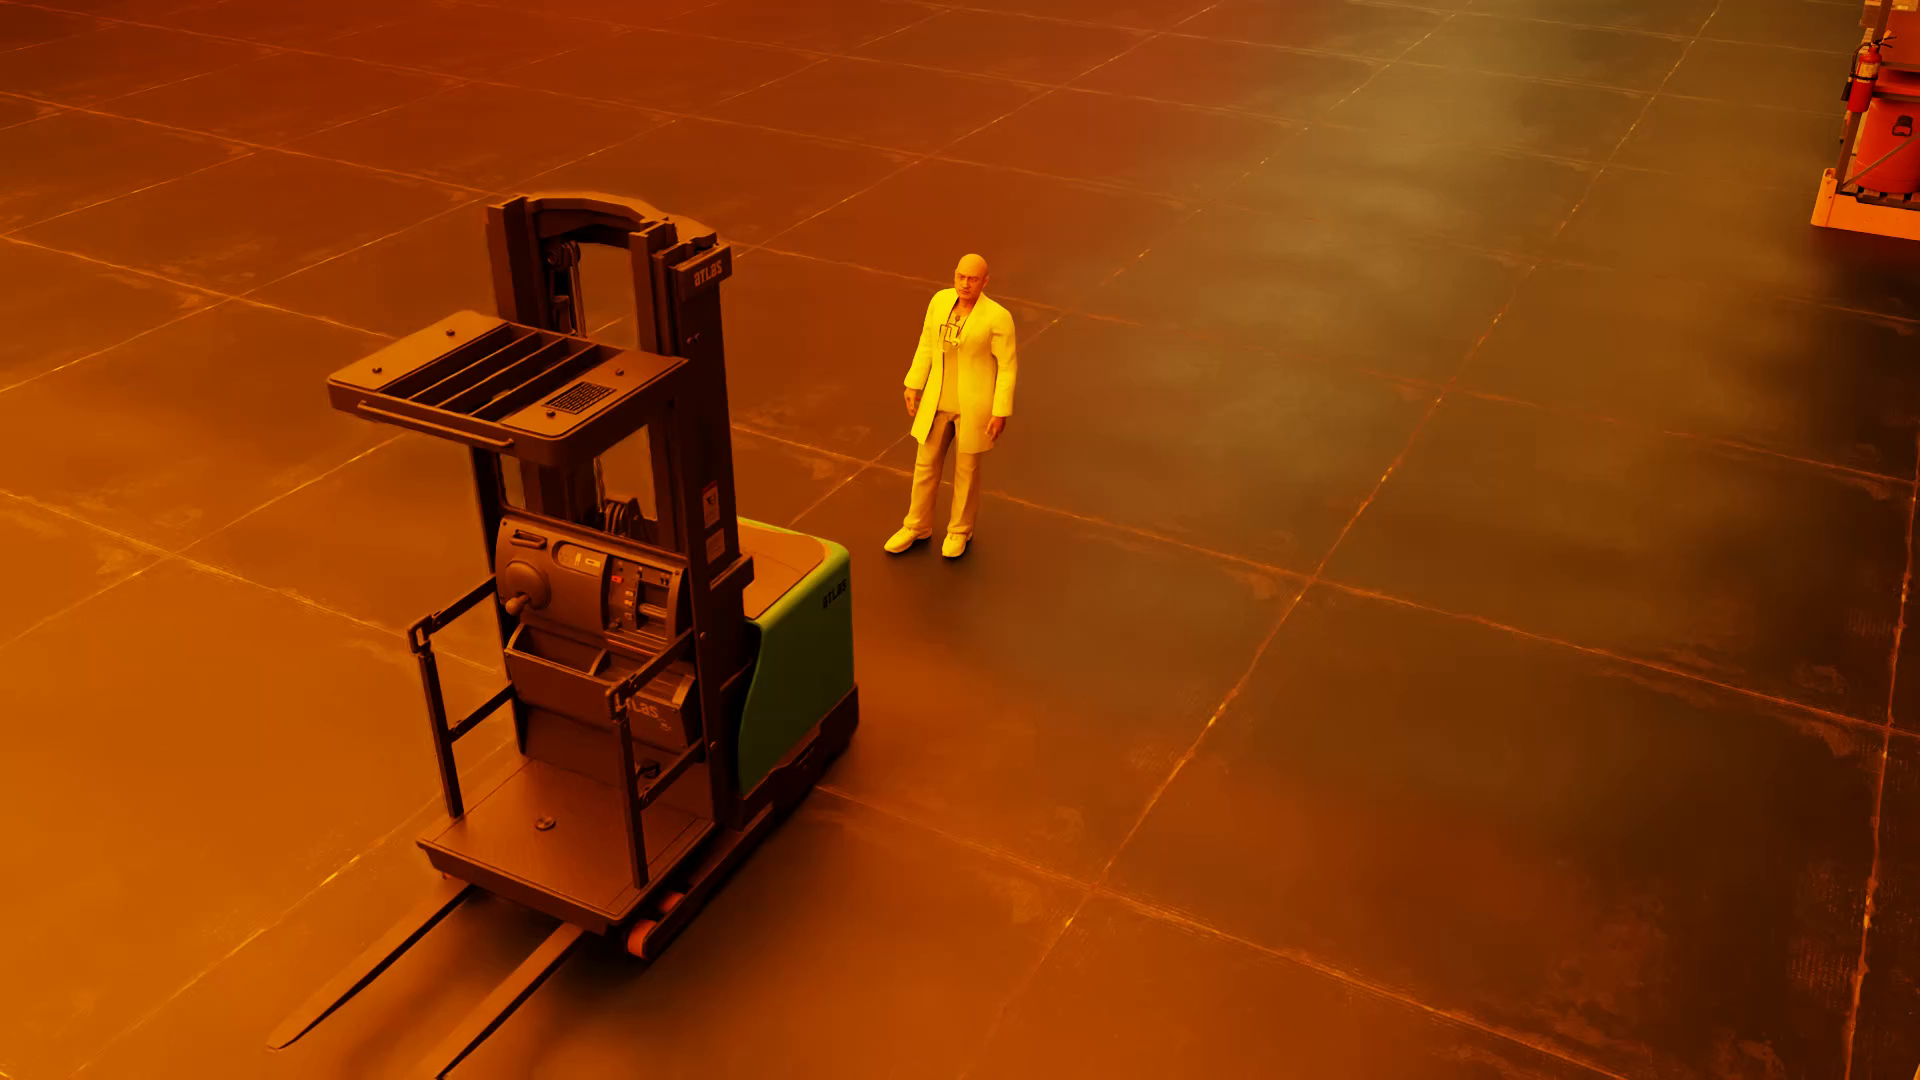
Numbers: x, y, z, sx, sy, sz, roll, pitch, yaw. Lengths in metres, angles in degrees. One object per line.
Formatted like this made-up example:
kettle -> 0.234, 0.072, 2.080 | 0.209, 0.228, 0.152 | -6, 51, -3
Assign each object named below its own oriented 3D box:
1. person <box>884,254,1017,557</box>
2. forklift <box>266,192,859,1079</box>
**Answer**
person -> -0.048, -0.737, 9.487 | 0.698, 1.777, 0.578 | 15, 33, 25
forklift -> -1.626, 0.228, 6.675 | 1.130, 2.935, 3.031 | 14, 33, 23
